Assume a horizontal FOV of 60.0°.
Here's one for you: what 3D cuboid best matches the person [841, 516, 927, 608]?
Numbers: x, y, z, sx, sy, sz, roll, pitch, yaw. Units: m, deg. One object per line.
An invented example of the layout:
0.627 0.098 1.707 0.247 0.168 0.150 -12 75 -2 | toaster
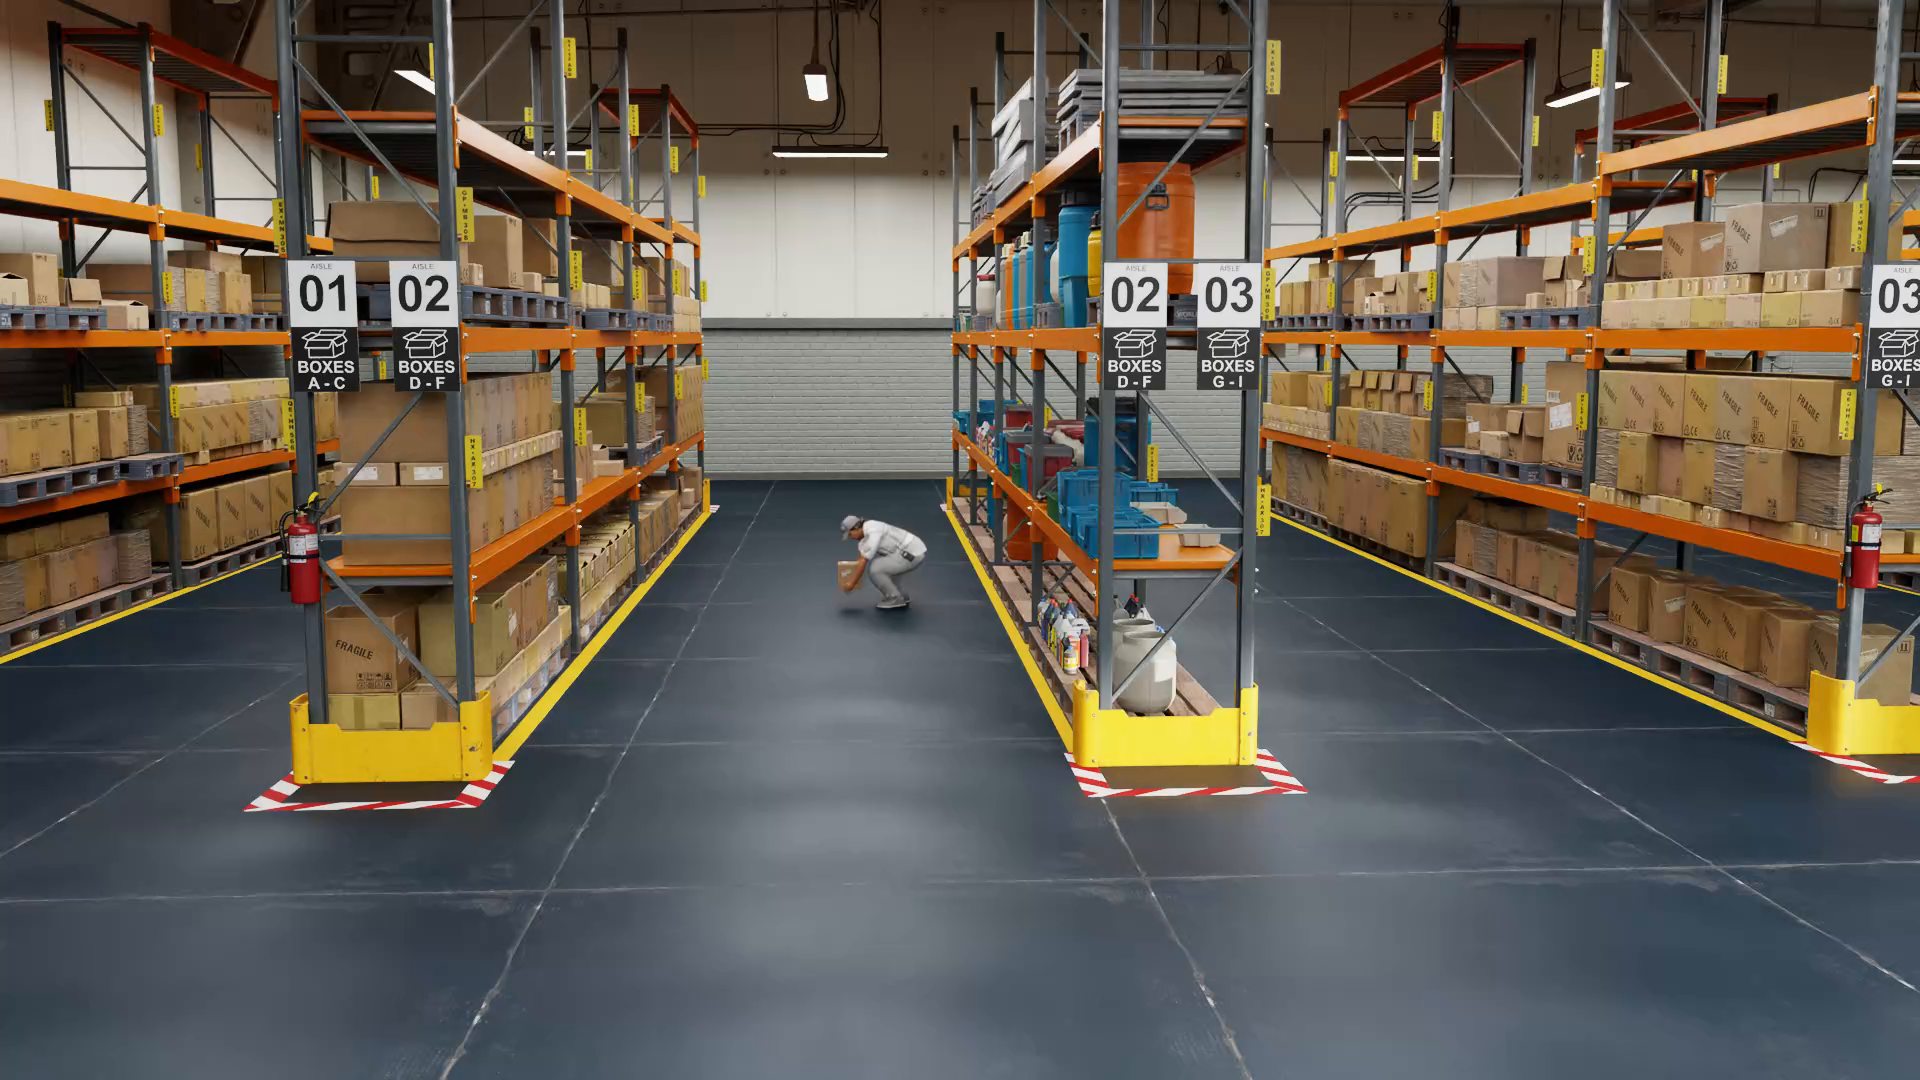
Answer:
-0.777 0.214 16.995 0.877 0.947 0.499 -1 7 -5 | person
